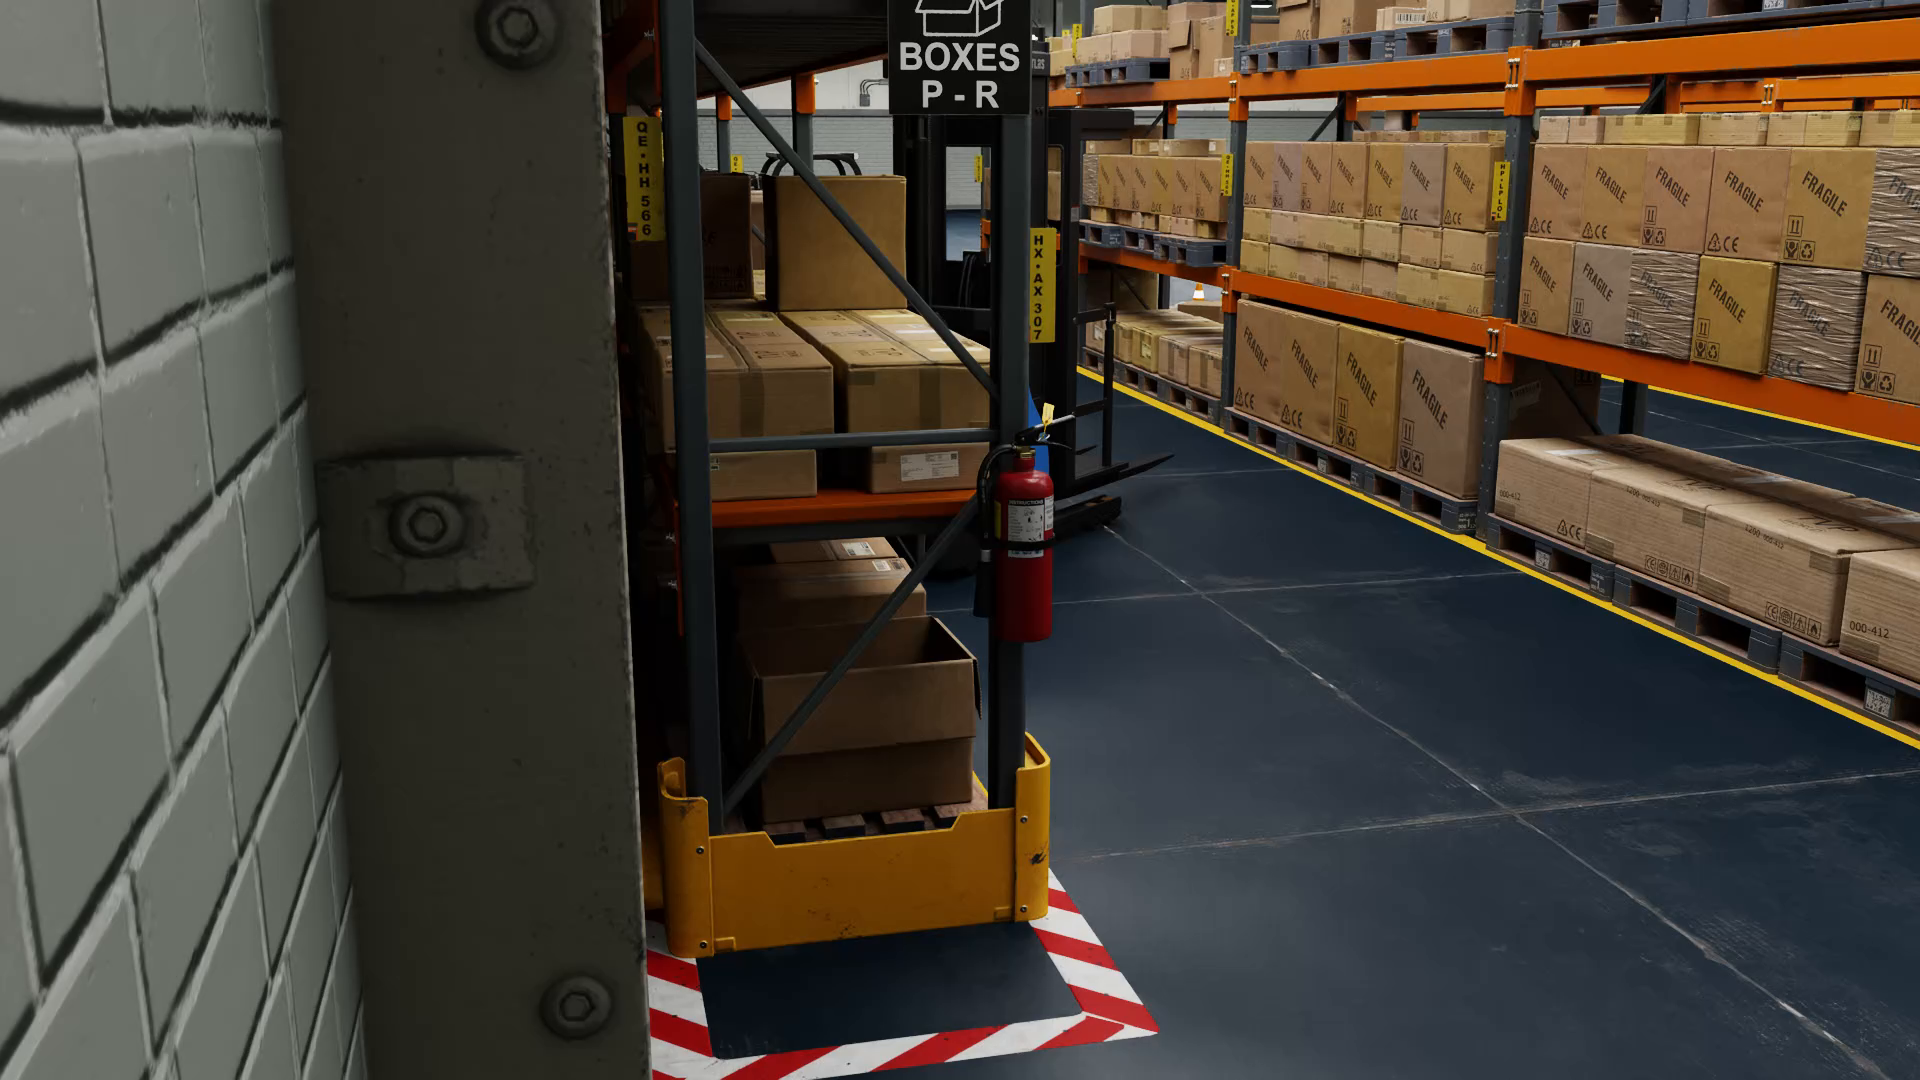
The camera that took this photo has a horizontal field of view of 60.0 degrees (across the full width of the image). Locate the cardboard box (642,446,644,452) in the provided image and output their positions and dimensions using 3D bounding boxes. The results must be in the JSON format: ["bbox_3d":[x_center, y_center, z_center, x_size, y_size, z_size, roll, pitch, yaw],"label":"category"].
[{"bbox_3d":[-1.608,-0.574,8.972,0.380,0.149,0.250,-4,14,-15],"label":"cardboard box"}]

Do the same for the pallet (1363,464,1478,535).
[{"bbox_3d":[3.328,-0.297,10.699,1.003,0.211,1.213,-3,14,-13],"label":"pallet"}]

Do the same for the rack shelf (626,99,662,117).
[{"bbox_3d":[-3.590,-4.615,17.693,1.077,0.370,4.000,-3,14,-13],"label":"rack shelf"}]

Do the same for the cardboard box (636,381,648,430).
[{"bbox_3d":[-1.013,-0.511,6.229,0.380,0.149,0.250,-3,14,-13],"label":"cardboard box"}]

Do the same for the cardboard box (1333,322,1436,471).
[{"bbox_3d":[3.139,-0.996,11.277,0.875,0.875,0.875,-3,14,-12],"label":"cardboard box"}]

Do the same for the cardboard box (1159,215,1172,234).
[{"bbox_3d":[1.972,-2.780,14.630,0.380,0.149,0.250,-3,14,-12],"label":"cardboard box"}]

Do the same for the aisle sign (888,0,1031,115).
[{"bbox_3d":[-0.001,-1.541,4.438,0.394,0.787,0.004,-3,14,-13],"label":"aisle sign"}]

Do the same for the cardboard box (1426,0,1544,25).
[{"bbox_3d":[3.171,-3.287,10.046,0.500,0.311,0.500,-3,14,-13],"label":"cardboard box"}]

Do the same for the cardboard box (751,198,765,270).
[{"bbox_3d":[-1.138,-1.577,8.967,0.700,0.500,0.500,-3,14,-12],"label":"cardboard box"}]

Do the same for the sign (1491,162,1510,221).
[{"bbox_3d":[3.057,-1.970,9.396,0.100,0.325,0.005,-3,14,-13],"label":"sign"}]

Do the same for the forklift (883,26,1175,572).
[{"bbox_3d":[0.350,-1.546,10.081,1.130,2.935,3.031,9,16,33],"label":"forklift"}]

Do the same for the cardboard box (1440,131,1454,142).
[{"bbox_3d":[6.203,-4.560,19.680,0.875,0.550,0.550,-3,14,-13],"label":"cardboard box"}]

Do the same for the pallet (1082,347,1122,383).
[{"bbox_3d":[1.888,-1.789,16.807,1.003,0.211,1.213,-3,14,-13],"label":"pallet"}]

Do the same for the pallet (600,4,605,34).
[{"bbox_3d":[-1.326,-2.721,8.819,1.213,0.211,1.003,-3,14,-13],"label":"pallet"}]

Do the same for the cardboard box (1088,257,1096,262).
[{"bbox_3d":[1.668,-3.235,18.810,0.380,0.149,0.250,-2,14,-10],"label":"cardboard box"}]

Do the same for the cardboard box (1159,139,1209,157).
[{"bbox_3d":[1.985,-3.475,14.740,0.380,0.149,0.250,-4,14,-16],"label":"cardboard box"}]

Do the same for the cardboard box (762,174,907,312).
[{"bbox_3d":[-0.499,-1.179,6.543,0.500,0.500,0.500,-3,14,-12],"label":"cardboard box"}]

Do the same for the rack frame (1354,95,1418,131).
[{"bbox_3d":[5.552,-4.546,22.212,1.000,3.000,0.127,-3,14,-13],"label":"rack frame"}]

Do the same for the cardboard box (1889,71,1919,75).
[{"bbox_3d":[7.553,-3.829,12.749,0.500,0.500,0.500,-3,14,-13],"label":"cardboard box"}]

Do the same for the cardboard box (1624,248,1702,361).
[{"bbox_3d":[3.663,-1.172,8.195,0.500,0.500,0.500,-3,14,-13],"label":"cardboard box"}]

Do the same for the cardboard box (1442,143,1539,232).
[{"bbox_3d":[3.233,-2.101,9.891,0.500,0.500,0.500,-3,14,-11],"label":"cardboard box"}]

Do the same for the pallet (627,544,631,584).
[{"bbox_3d":[-1.469,-0.031,9.611,1.003,0.211,1.213,-3,14,-13],"label":"pallet"}]

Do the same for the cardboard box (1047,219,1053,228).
[{"bbox_3d":[1.090,-3.493,18.433,0.380,0.149,0.250,-3,14,-14],"label":"cardboard box"}]

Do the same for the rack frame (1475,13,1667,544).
[{"bbox_3d":[3.582,-1.478,9.657,1.000,3.000,0.127,-3,14,-13],"label":"rack frame"}]

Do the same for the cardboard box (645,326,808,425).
[{"bbox_3d":[-0.788,-0.560,5.587,0.500,0.250,0.500,-3,14,-13],"label":"cardboard box"}]

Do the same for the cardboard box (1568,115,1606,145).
[{"bbox_3d":[3.480,-2.182,8.853,0.380,0.149,0.250,-3,14,-12],"label":"cardboard box"}]

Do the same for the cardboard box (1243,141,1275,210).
[{"bbox_3d":[2.521,-2.808,12.782,0.500,0.500,0.500,-4,14,-15],"label":"cardboard box"}]

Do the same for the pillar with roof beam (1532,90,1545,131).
[{"bbox_3d":[14.616,-15.109,52.809,9.100,9.000,0.548,-3,14,-13],"label":"pillar with roof beam"}]

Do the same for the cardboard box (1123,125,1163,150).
[{"bbox_3d":[1.811,-4.116,17.510,0.700,0.500,0.500,-3,14,-14],"label":"cardboard box"}]

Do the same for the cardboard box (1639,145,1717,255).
[{"bbox_3d":[3.681,-1.653,8.056,0.500,0.500,0.500,-3,14,-12],"label":"cardboard box"}]

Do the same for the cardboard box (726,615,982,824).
[{"bbox_3d":[-0.354,0.585,5.589,0.797,0.503,0.637,-4,14,-15],"label":"cardboard box"}]

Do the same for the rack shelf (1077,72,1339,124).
[{"bbox_3d":[2.173,-3.970,15.051,1.077,0.370,4.000,-3,14,-13],"label":"rack shelf"}]

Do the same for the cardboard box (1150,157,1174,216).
[{"bbox_3d":[2.014,-3.122,14.664,0.500,0.500,0.500,-4,14,-17],"label":"cardboard box"}]

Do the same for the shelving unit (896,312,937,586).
[{"bbox_3d":[-0.449,-0.490,8.610,0.431,1.500,0.755,-1,17,-16],"label":"shelving unit"}]

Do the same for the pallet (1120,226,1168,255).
[{"bbox_3d":[2.138,-2.762,15.316,1.003,0.211,1.213,-3,14,-13],"label":"pallet"}]

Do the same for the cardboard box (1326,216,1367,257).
[{"bbox_3d":[2.854,-2.087,11.414,0.500,0.250,0.500,-3,14,-12],"label":"cardboard box"}]

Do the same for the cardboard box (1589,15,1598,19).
[{"bbox_3d":[3.805,-3.209,9.819,0.396,0.266,0.258,-3,14,-14],"label":"cardboard box"}]

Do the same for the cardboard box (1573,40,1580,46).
[{"bbox_3d":[6.649,-5.533,18.526,0.500,0.250,0.500,-3,14,-13],"label":"cardboard box"}]

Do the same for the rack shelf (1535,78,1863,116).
[{"bbox_3d":[6.961,-4.269,16.276,1.077,0.370,4.000,-3,14,-13],"label":"rack shelf"}]

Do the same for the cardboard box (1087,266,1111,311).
[{"bbox_3d":[1.304,-2.678,17.896,0.500,0.500,0.500,-3,14,-14],"label":"cardboard box"}]

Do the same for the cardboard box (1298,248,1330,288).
[{"bbox_3d":[2.769,-1.962,11.954,0.500,0.250,0.500,-3,14,-11],"label":"cardboard box"}]

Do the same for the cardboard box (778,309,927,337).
[{"bbox_3d":[-0.388,-0.702,6.170,0.500,0.250,0.500,-4,14,-14],"label":"cardboard box"}]

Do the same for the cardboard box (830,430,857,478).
[{"bbox_3d":[-0.217,-0.303,5.376,0.380,0.149,0.250,-3,14,-12],"label":"cardboard box"}]

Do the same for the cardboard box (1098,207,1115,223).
[{"bbox_3d":[1.576,-3.202,16.359,0.380,0.149,0.250,-3,14,-12],"label":"cardboard box"}]

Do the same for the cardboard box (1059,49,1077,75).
[{"bbox_3d":[1.338,-4.940,17.194,0.500,0.250,0.500,-3,14,-14],"label":"cardboard box"}]

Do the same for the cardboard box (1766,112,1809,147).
[{"bbox_3d":[3.847,-1.829,7.410,0.380,0.149,0.250,-3,14,-11],"label":"cardboard box"}]

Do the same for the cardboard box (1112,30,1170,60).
[{"bbox_3d":[1.711,-4.523,15.230,0.500,0.250,0.500,-3,14,-14],"label":"cardboard box"}]

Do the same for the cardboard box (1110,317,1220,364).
[{"bbox_3d":[2.001,-1.965,16.300,0.950,0.372,0.625,-2,14,-10],"label":"cardboard box"}]

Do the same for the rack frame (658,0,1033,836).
[{"bbox_3d":[-0.302,-0.278,4.744,1.000,3.000,0.127,-3,14,-13],"label":"rack frame"}]

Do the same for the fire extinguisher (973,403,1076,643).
[{"bbox_3d":[0.182,-0.051,4.764,0.296,0.674,0.183,-3,14,-13],"label":"fire extinguisher"}]

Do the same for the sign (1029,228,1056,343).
[{"bbox_3d":[0.225,-0.729,4.765,0.100,0.325,0.005,-3,14,-13],"label":"sign"}]
